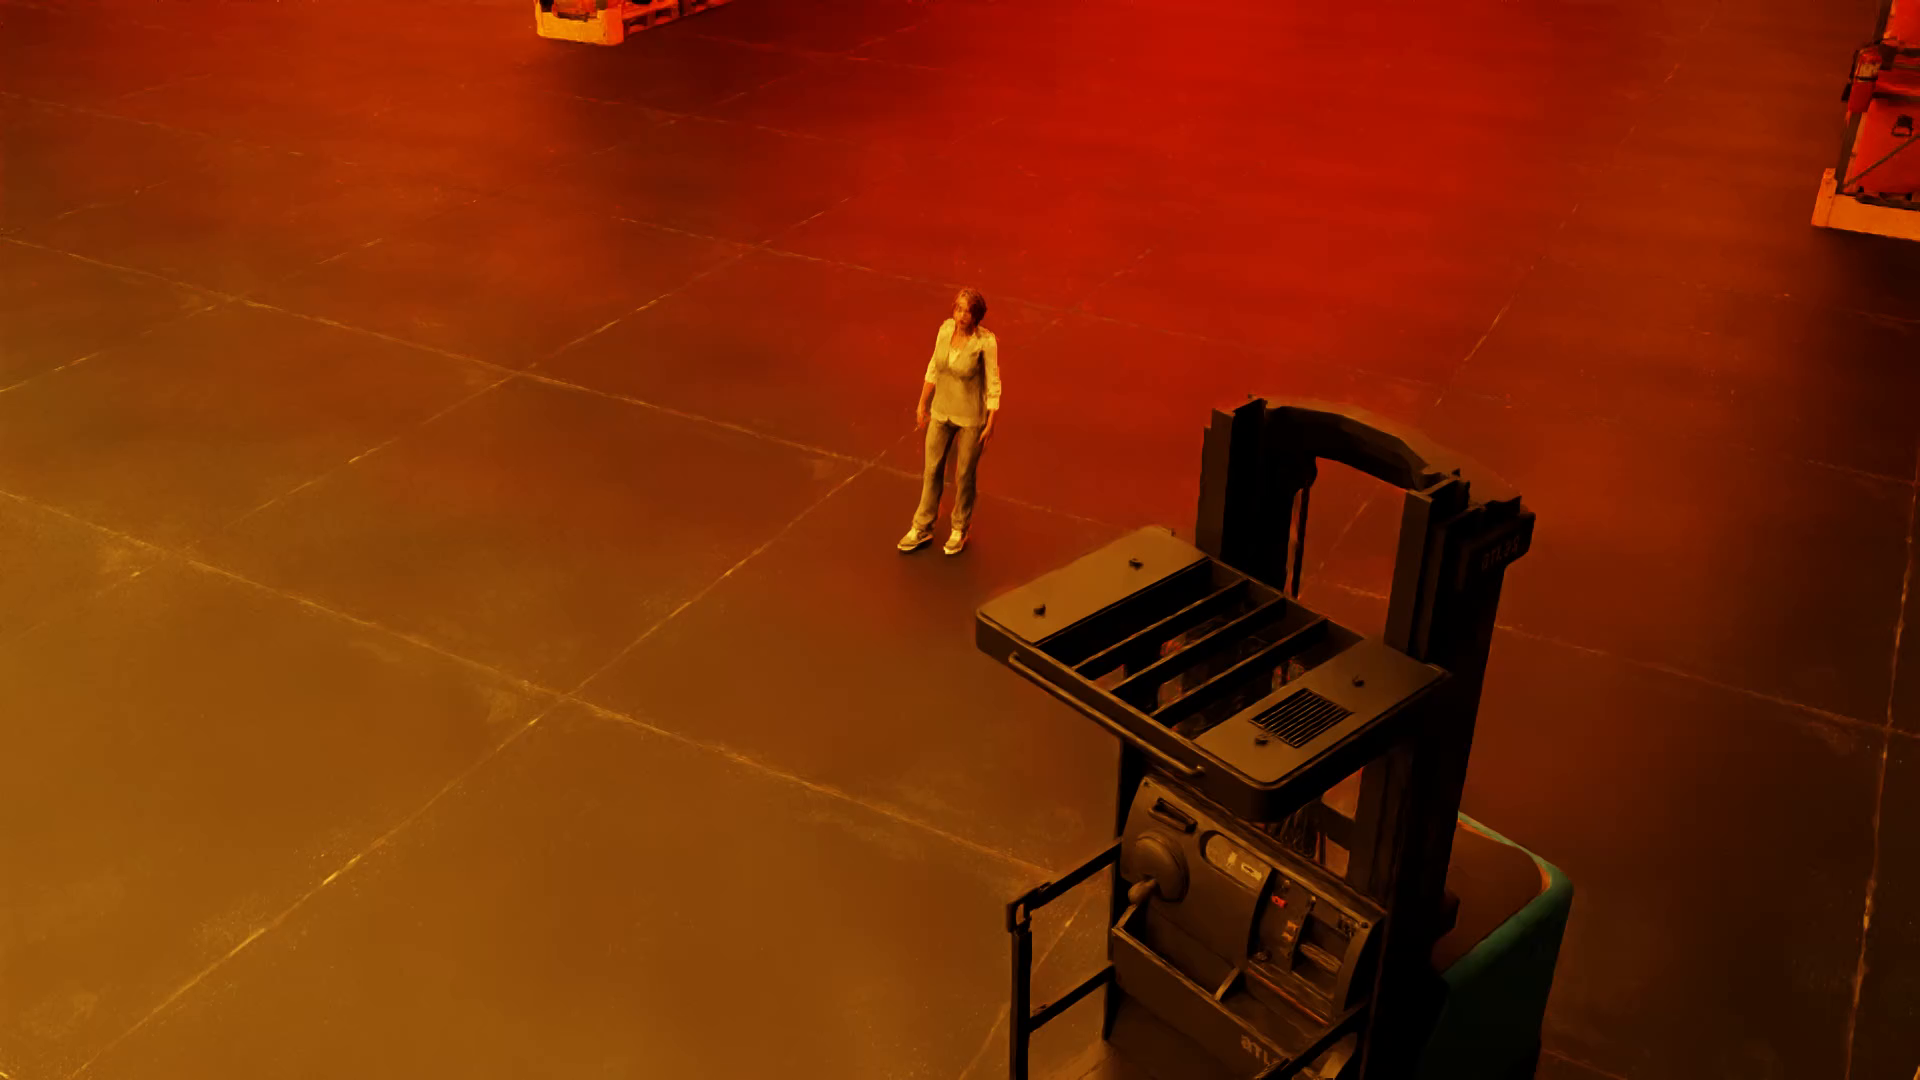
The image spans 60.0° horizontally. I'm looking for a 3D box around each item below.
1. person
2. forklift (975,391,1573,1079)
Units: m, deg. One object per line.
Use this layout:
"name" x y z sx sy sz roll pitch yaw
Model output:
"person" -0.048 -0.669 9.550 0.521 1.597 0.474 15 33 25
"forklift" 0.725 1.139 5.097 3.031 2.935 1.130 -24 37 -35
